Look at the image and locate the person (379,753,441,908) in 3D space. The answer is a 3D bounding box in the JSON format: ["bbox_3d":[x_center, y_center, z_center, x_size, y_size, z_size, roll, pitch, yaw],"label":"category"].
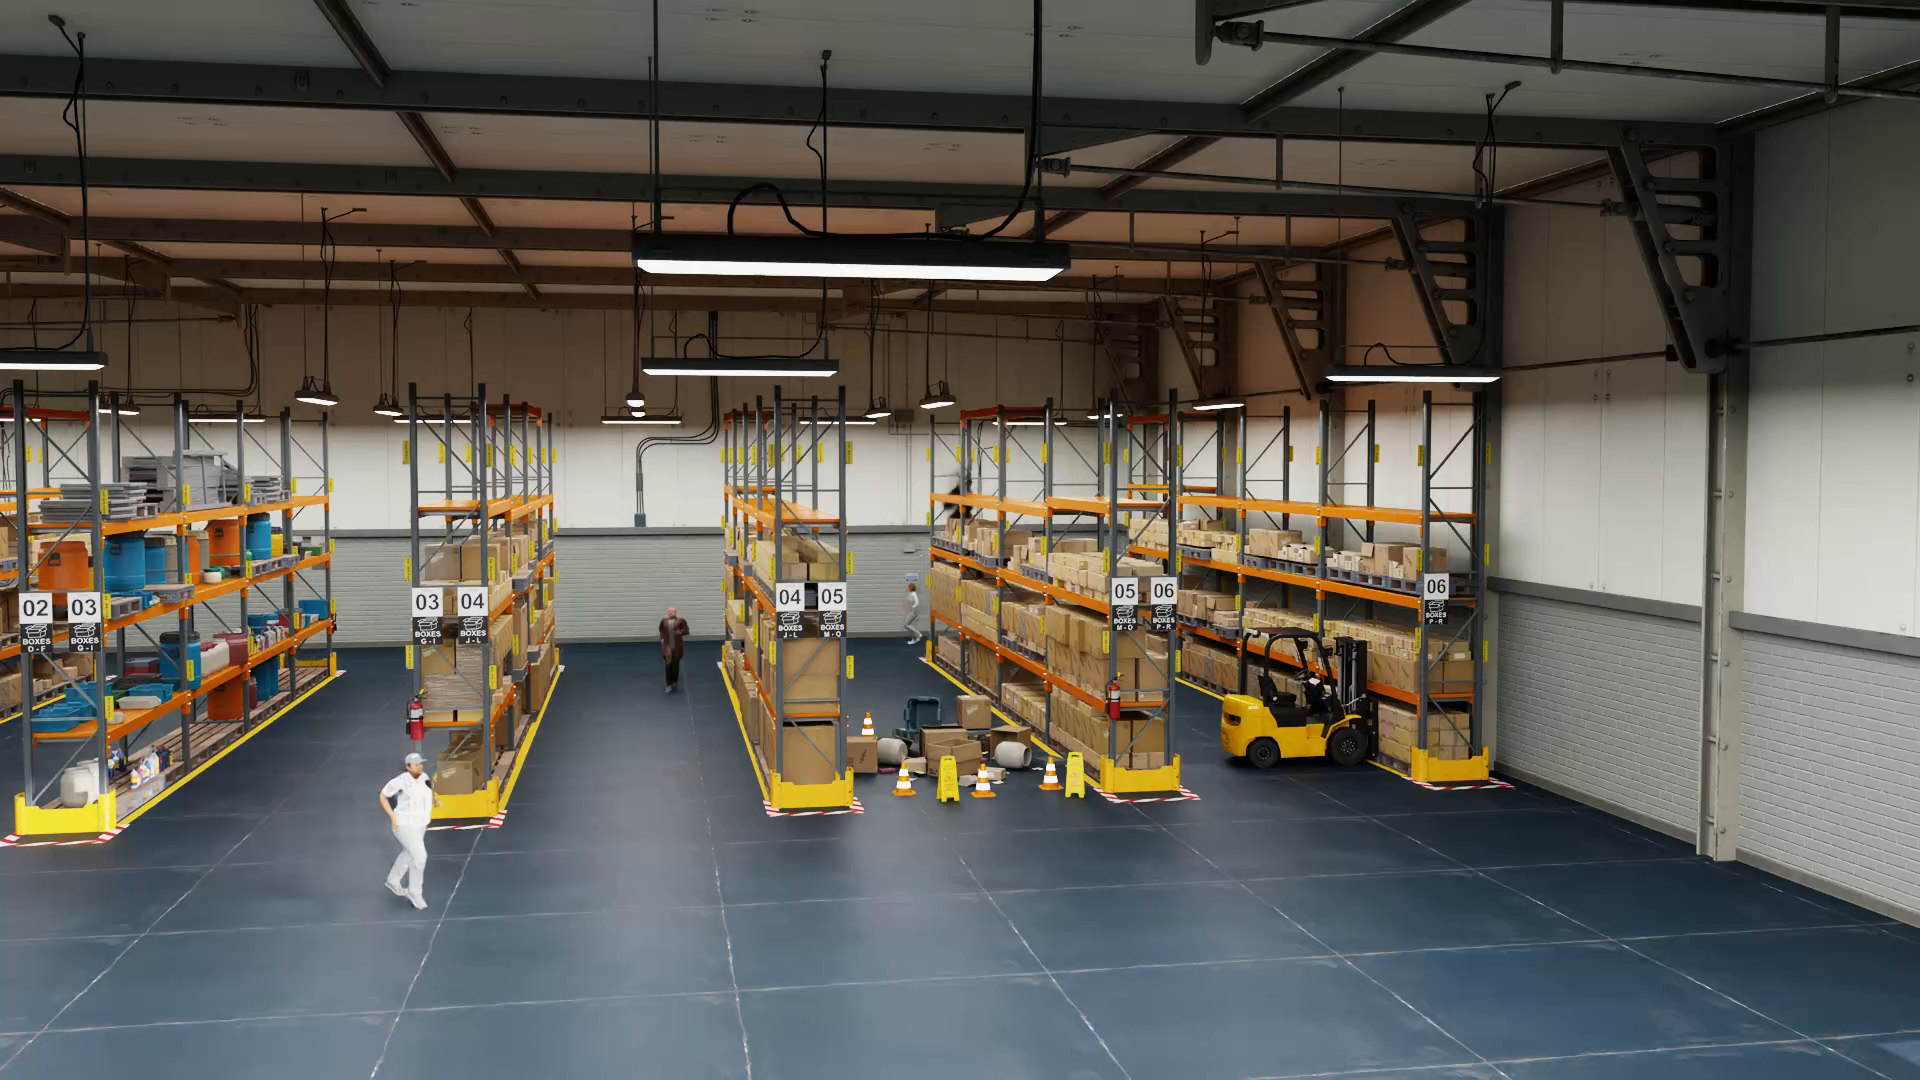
[{"bbox_3d":[-6.169,3.232,18.657,0.764,1.724,0.597,1,3,22],"label":"person"}]

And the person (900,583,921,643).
[{"bbox_3d":[-1.229,1.837,41.647,0.539,1.545,0.559,0,3,-3],"label":"person"}]

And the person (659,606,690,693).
[{"bbox_3d":[-6.093,2.328,35.454,0.668,1.852,0.858,0,3,-6],"label":"person"}]
